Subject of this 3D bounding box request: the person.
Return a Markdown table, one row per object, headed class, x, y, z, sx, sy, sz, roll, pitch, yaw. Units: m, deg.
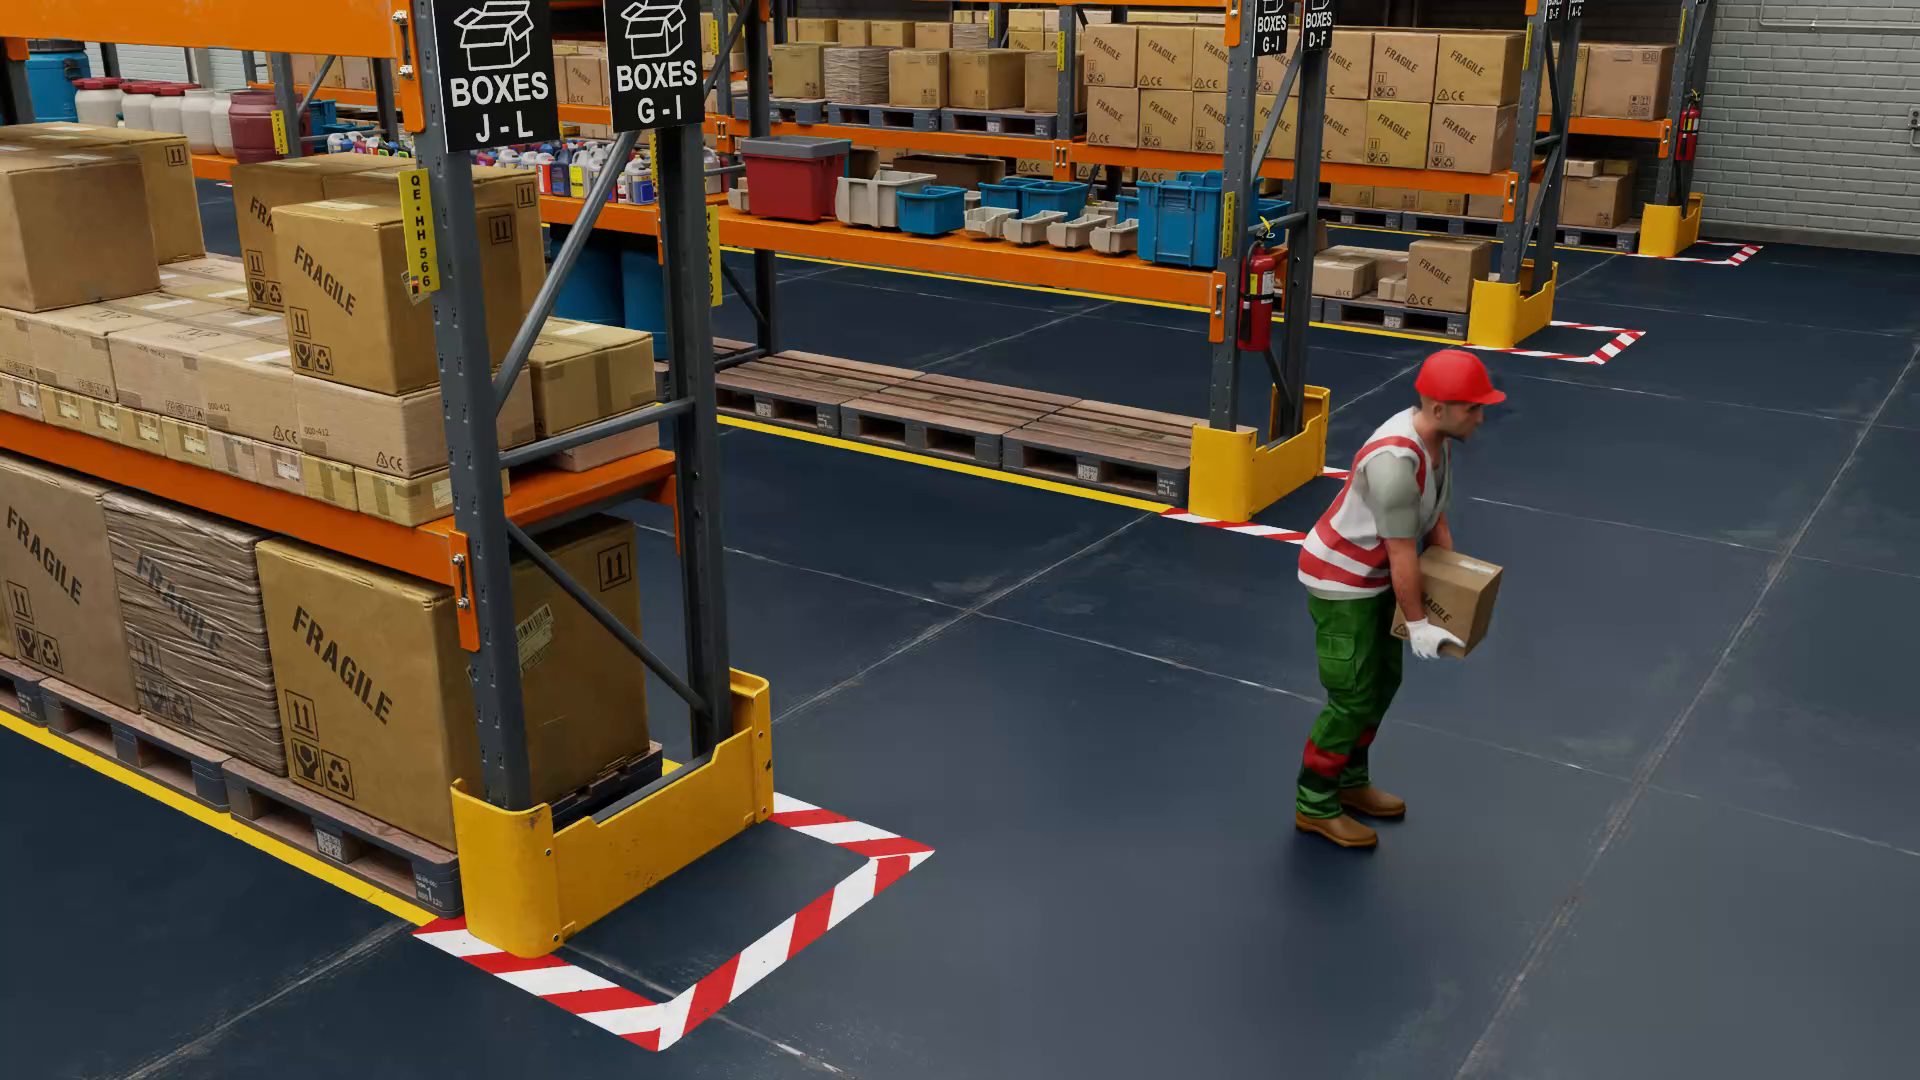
| class | x | y | z | sx | sy | sz | roll | pitch | yaw |
| --- | --- | --- | --- | --- | --- | --- | --- | --- | --- |
| person | 1.448 | 0.194 | 5.582 | 0.603 | 1.725 | 0.483 | 12 | 23 | 31 |
